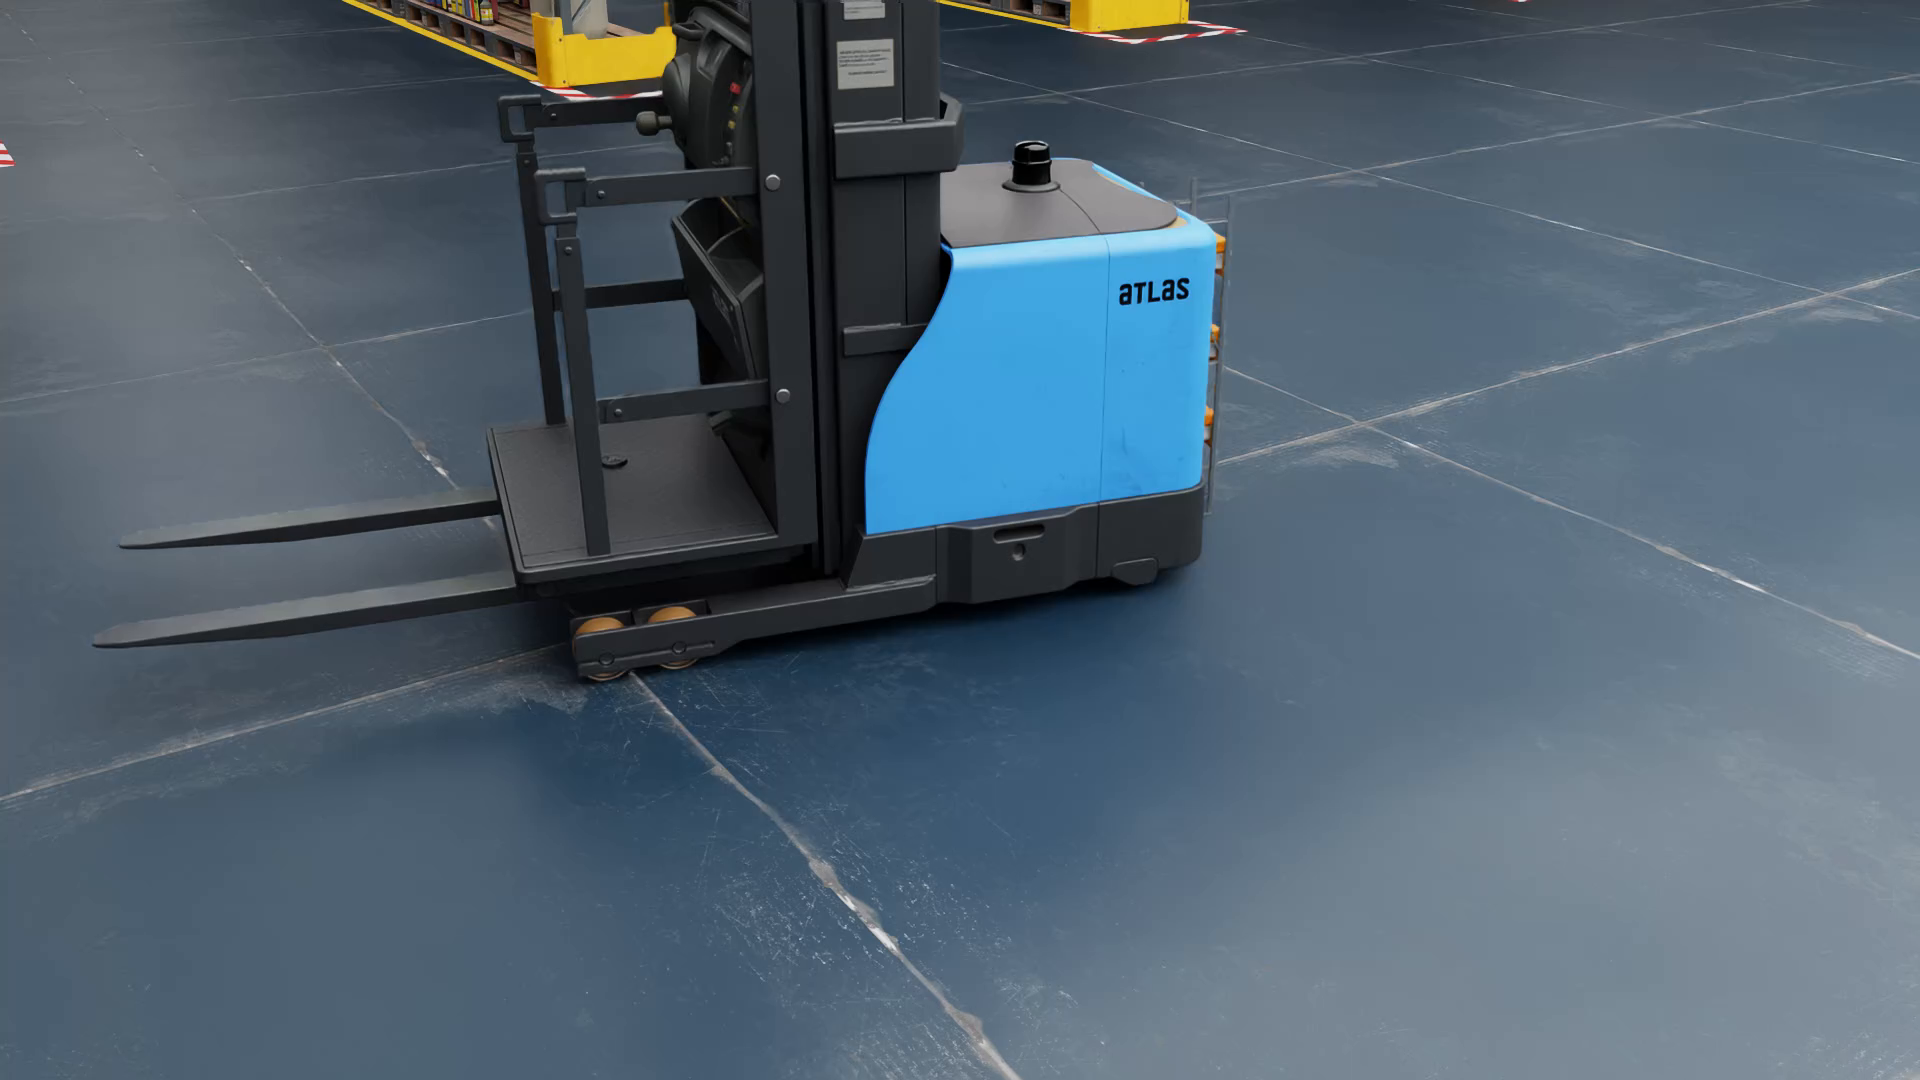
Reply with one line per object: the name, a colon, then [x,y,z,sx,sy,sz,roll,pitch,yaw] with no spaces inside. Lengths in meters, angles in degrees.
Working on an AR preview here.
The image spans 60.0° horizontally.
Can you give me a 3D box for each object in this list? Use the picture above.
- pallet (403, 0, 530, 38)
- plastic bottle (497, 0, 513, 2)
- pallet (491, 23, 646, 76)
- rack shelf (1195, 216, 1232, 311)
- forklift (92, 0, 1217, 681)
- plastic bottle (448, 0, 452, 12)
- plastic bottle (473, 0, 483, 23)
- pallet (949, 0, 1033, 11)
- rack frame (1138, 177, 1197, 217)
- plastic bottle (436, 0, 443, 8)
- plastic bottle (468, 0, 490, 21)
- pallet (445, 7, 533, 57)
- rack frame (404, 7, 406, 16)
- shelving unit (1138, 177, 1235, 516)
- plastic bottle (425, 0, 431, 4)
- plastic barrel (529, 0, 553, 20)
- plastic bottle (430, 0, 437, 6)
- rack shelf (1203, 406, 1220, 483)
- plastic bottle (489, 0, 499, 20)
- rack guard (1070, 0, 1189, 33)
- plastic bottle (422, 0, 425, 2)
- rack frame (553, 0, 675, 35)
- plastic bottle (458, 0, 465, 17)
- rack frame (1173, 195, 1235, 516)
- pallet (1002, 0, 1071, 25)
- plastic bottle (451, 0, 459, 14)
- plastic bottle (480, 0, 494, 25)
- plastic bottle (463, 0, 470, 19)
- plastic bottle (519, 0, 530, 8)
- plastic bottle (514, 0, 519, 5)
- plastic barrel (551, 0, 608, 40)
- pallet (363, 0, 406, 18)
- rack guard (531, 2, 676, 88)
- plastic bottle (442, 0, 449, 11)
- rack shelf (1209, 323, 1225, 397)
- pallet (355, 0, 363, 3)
pallet: [-4.406,-4.814,15.201,1.003,0.211,1.213,-16,29,-30]
plastic bottle: [-4.150,-5.017,15.040,0.152,0.276,0.135,-16,29,-30]
pallet: [-3.074,-3.942,13.352,1.003,0.211,1.213,-16,29,-30]
rack shelf: [0.686,-0.840,5.159,0.215,0.259,0.240,-9,27,-18]
forklift: [-0.849,-1.202,4.363,3.031,2.935,1.130,-8,27,-17]
plastic bottle: [-4.407,-4.699,14.453,0.097,0.201,0.097,0,25,0]
plastic bottle: [-4.003,-4.457,13.845,0.061,0.283,0.133,-15,29,-28]
pallet: [0.478,-5.550,16.759,1.003,0.211,1.213,-16,29,-30]
rack frame: [0.644,-0.642,5.379,0.200,1.050,0.008,-9,27,-18]
plastic bottle: [-4.542,-4.873,14.647,0.144,0.351,0.185,-17,30,-32]
plastic bottle: [-4.039,-4.513,13.972,0.152,0.276,0.135,-15,29,-29]
pallet: [-3.736,-4.378,14.276,1.003,0.211,1.213,-16,29,-30]
rack frame: [-4.738,-6.325,15.135,1.000,3.000,0.127,-16,29,-30]
shelving unit: [0.686,-0.592,5.275,0.215,1.050,0.252,-9,27,-18]
plastic bottle: [-4.732,-4.967,14.934,0.152,0.276,0.135,-14,29,-28]
plastic barrel: [-3.251,-4.356,13.387,0.421,0.512,0.421,0,25,0]
plastic bottle: [-4.645,-4.941,14.790,0.144,0.351,0.185,-15,29,-28]
rack shelf: [0.686,-0.332,5.398,0.215,0.259,0.240,-9,27,-18]
plastic bottle: [-3.950,-4.542,14.023,0.061,0.283,0.133,-16,29,-30]
rack guard: [1.554,-4.946,15.141,1.175,0.500,0.348,-16,29,-30]
plastic bottle: [-4.820,-4.970,15.027,0.097,0.201,0.097,0,25,0]
rack frame: [-2.554,-4.895,12.105,1.000,3.000,0.127,-16,29,-30]
plastic bottle: [-4.208,-4.655,14.184,0.144,0.351,0.185,-14,29,-27]
rack frame: [0.727,-0.543,5.171,0.200,1.050,0.008,-9,27,-18]
pallet: [1.140,-5.114,15.836,1.003,0.211,1.213,-16,29,-30]
plastic bottle: [-4.310,-4.721,14.325,0.144,0.351,0.185,-16,30,-30]
plastic bottle: [-3.924,-4.383,13.783,0.097,0.201,0.097,0,25,0]
plastic bottle: [-4.114,-4.563,14.077,0.152,0.276,0.135,-16,30,-31]
plastic bottle: [-3.867,-4.865,14.707,0.061,0.283,0.133,-16,29,-30]
plastic bottle: [-3.936,-4.916,14.815,0.061,0.283,0.133,-16,29,-30]
plastic barrel: [-2.977,-4.177,13.007,0.421,0.512,0.421,0,25,0]
pallet: [-5.199,-5.336,16.306,1.003,0.211,1.213,-16,29,-30]
rack guard: [-2.635,-3.780,12.673,1.175,0.500,0.348,-16,29,-30]
plastic bottle: [-4.487,-4.774,14.516,0.061,0.283,0.133,-14,29,-27]
rack shelf: [0.686,-0.583,5.280,0.215,0.259,0.240,-9,27,-18]
pallet: [-5.869,-5.773,17.232,1.003,0.211,1.213,-16,29,-30]
